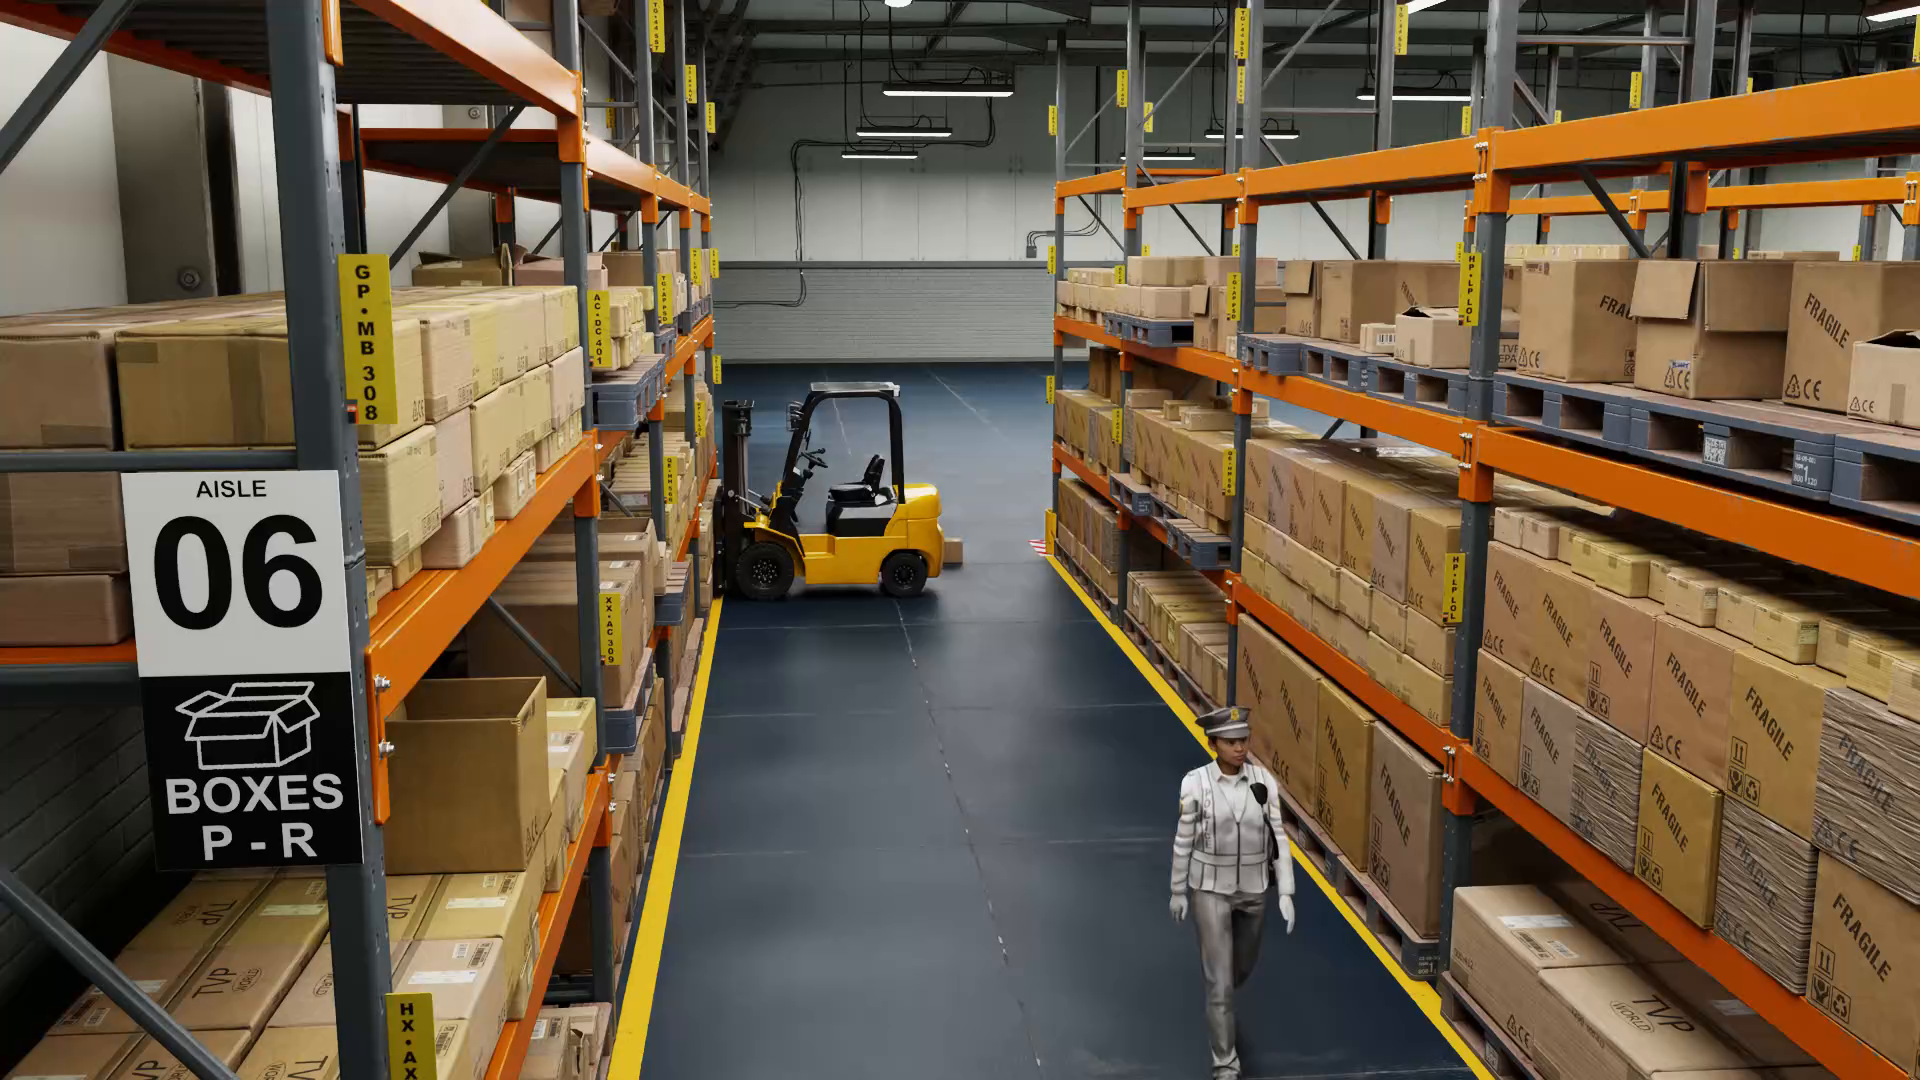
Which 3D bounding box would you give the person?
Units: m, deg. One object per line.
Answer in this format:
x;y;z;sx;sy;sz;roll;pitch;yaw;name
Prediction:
1.196;1.522;7.265;0.507;1.644;0.954;-1;10;-7;person
